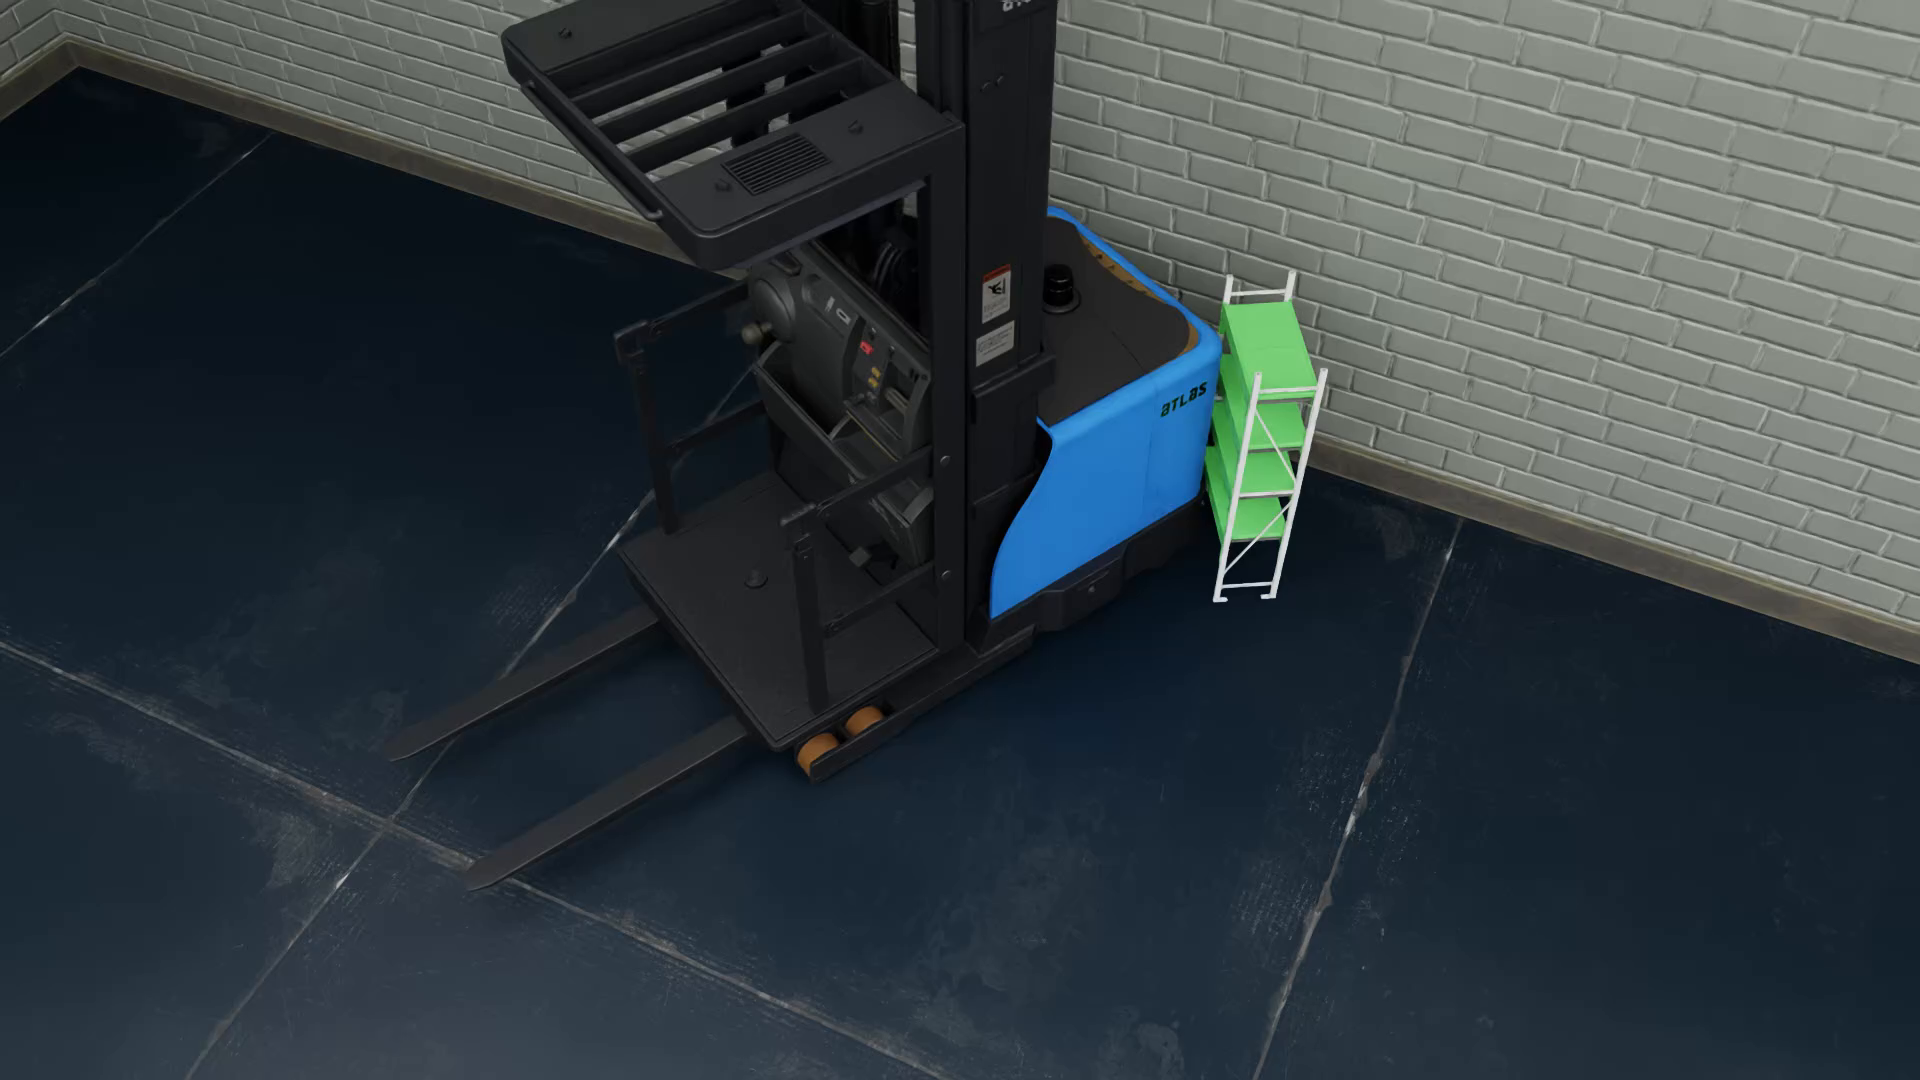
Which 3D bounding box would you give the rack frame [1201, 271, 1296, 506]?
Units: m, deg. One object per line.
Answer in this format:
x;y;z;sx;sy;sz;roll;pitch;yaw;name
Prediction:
1.047;-0.535;6.232;0.240;1.200;0.015;-4;50;-3;rack frame

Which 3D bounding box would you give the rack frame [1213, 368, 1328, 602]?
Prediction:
1.089;-0.164;5.917;0.240;1.200;0.015;-4;50;-3;rack frame

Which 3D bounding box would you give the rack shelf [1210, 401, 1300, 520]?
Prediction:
1.068;-0.308;6.123;0.258;0.148;0.480;-4;50;-3;rack shelf

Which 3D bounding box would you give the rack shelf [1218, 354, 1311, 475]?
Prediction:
1.068;-0.464;5.940;0.258;0.148;0.480;-4;50;-3;rack shelf

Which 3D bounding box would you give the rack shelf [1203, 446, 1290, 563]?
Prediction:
1.068;-0.152;6.306;0.258;0.148;0.480;-4;50;-3;rack shelf

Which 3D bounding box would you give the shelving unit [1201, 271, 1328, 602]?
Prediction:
1.068;-0.349;6.075;0.258;1.200;0.503;-4;50;-3;shelving unit

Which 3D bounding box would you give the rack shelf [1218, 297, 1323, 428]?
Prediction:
1.068;-0.619;5.758;0.258;0.148;0.480;-4;50;-3;rack shelf

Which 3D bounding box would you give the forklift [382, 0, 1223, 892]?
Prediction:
-0.556;-0.573;5.128;3.031;2.935;1.130;-30;56;-23;forklift
